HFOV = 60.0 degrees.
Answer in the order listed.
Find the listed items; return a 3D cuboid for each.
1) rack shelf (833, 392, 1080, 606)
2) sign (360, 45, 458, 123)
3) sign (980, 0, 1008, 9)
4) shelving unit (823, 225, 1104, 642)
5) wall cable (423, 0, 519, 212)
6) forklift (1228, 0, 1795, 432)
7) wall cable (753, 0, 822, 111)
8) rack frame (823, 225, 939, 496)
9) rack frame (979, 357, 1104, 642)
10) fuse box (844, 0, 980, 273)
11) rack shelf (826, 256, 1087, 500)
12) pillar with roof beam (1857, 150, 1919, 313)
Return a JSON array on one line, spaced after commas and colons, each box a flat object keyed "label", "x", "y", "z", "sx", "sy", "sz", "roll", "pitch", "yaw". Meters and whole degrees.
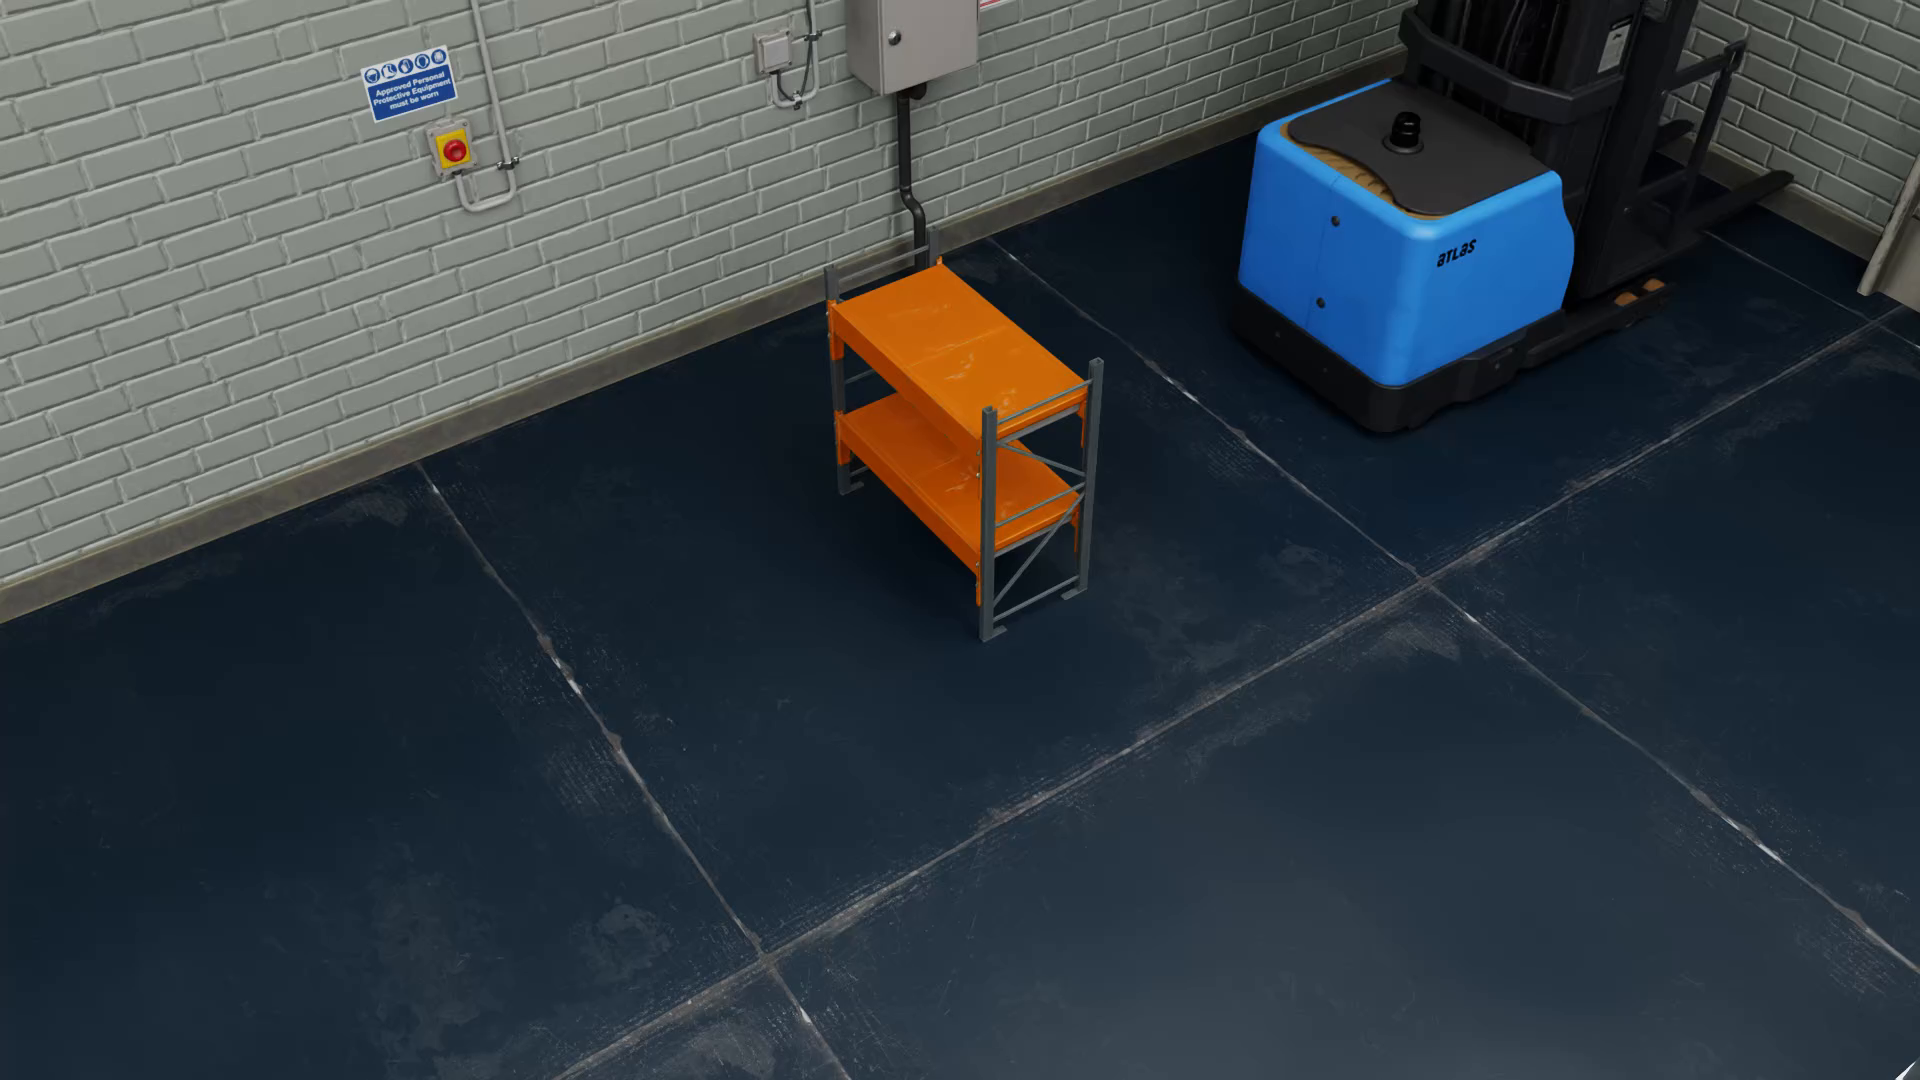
[{"label": "rack shelf", "x": -0.004, "y": -0.234, "z": 6.534, "sx": 0.538, "sy": 0.278, "sz": 1.000, "roll": -26, "pitch": 49, "yaw": -24}, {"label": "sign", "x": -2.033, "y": -1.686, "z": 6.148, "sx": 0.327, "sy": 0.218, "sz": 0.001, "roll": -26, "pitch": 49, "yaw": -24}, {"label": "sign", "x": 0.135, "y": -2.598, "z": 7.368, "sx": 0.329, "sy": 0.494, "sz": 0.001, "roll": -26, "pitch": 49, "yaw": -24}, {"label": "shelving unit", "x": -0.004, "y": -0.411, "z": 6.366, "sx": 0.538, "sy": 1.125, "sz": 1.048, "roll": -26, "pitch": 49, "yaw": -24}, {"label": "wall cable", "x": -1.958, "y": -1.951, "z": 5.863, "sx": 0.585, "sy": 1.953, "sz": 0.123, "roll": -26, "pitch": 49, "yaw": -24}, {"label": "forklift", "x": 2.750, "y": -2.328, "z": 7.066, "sx": 3.031, "sy": 2.935, "sz": 1.130, "roll": -25, "pitch": 49, "yaw": -24}, {"label": "wall cable", "x": -0.801, "y": -2.507, "z": 6.468, "sx": 0.588, "sy": 1.984, "sz": 0.122, "roll": -26, "pitch": 49, "yaw": -24}, {"label": "rack frame", "x": -0.295, "y": -0.699, "z": 6.667, "sx": 0.500, "sy": 1.125, "sz": 0.032, "roll": -26, "pitch": 49, "yaw": -24}, {"label": "rack frame", "x": 0.287, "y": -0.123, "z": 6.064, "sx": 0.500, "sy": 1.125, "sz": 0.032, "roll": -26, "pitch": 49, "yaw": -24}, {"label": "fuse box", "x": -0.152, "y": -1.854, "z": 7.453, "sx": 0.539, "sy": 1.711, "sz": 0.414, "roll": -26, "pitch": 49, "yaw": -24}, {"label": "rack shelf", "x": -0.004, "y": -0.622, "z": 6.163, "sx": 0.538, "sy": 0.278, "sz": 1.000, "roll": -26, "pitch": 49, "yaw": -24}, {"label": "pillar with roof beam", "x": 1.022, "y": -2.704, "z": 3.065, "sx": 9.100, "sy": 9.000, "sz": 0.400, "roll": -26, "pitch": 49, "yaw": -24}]
